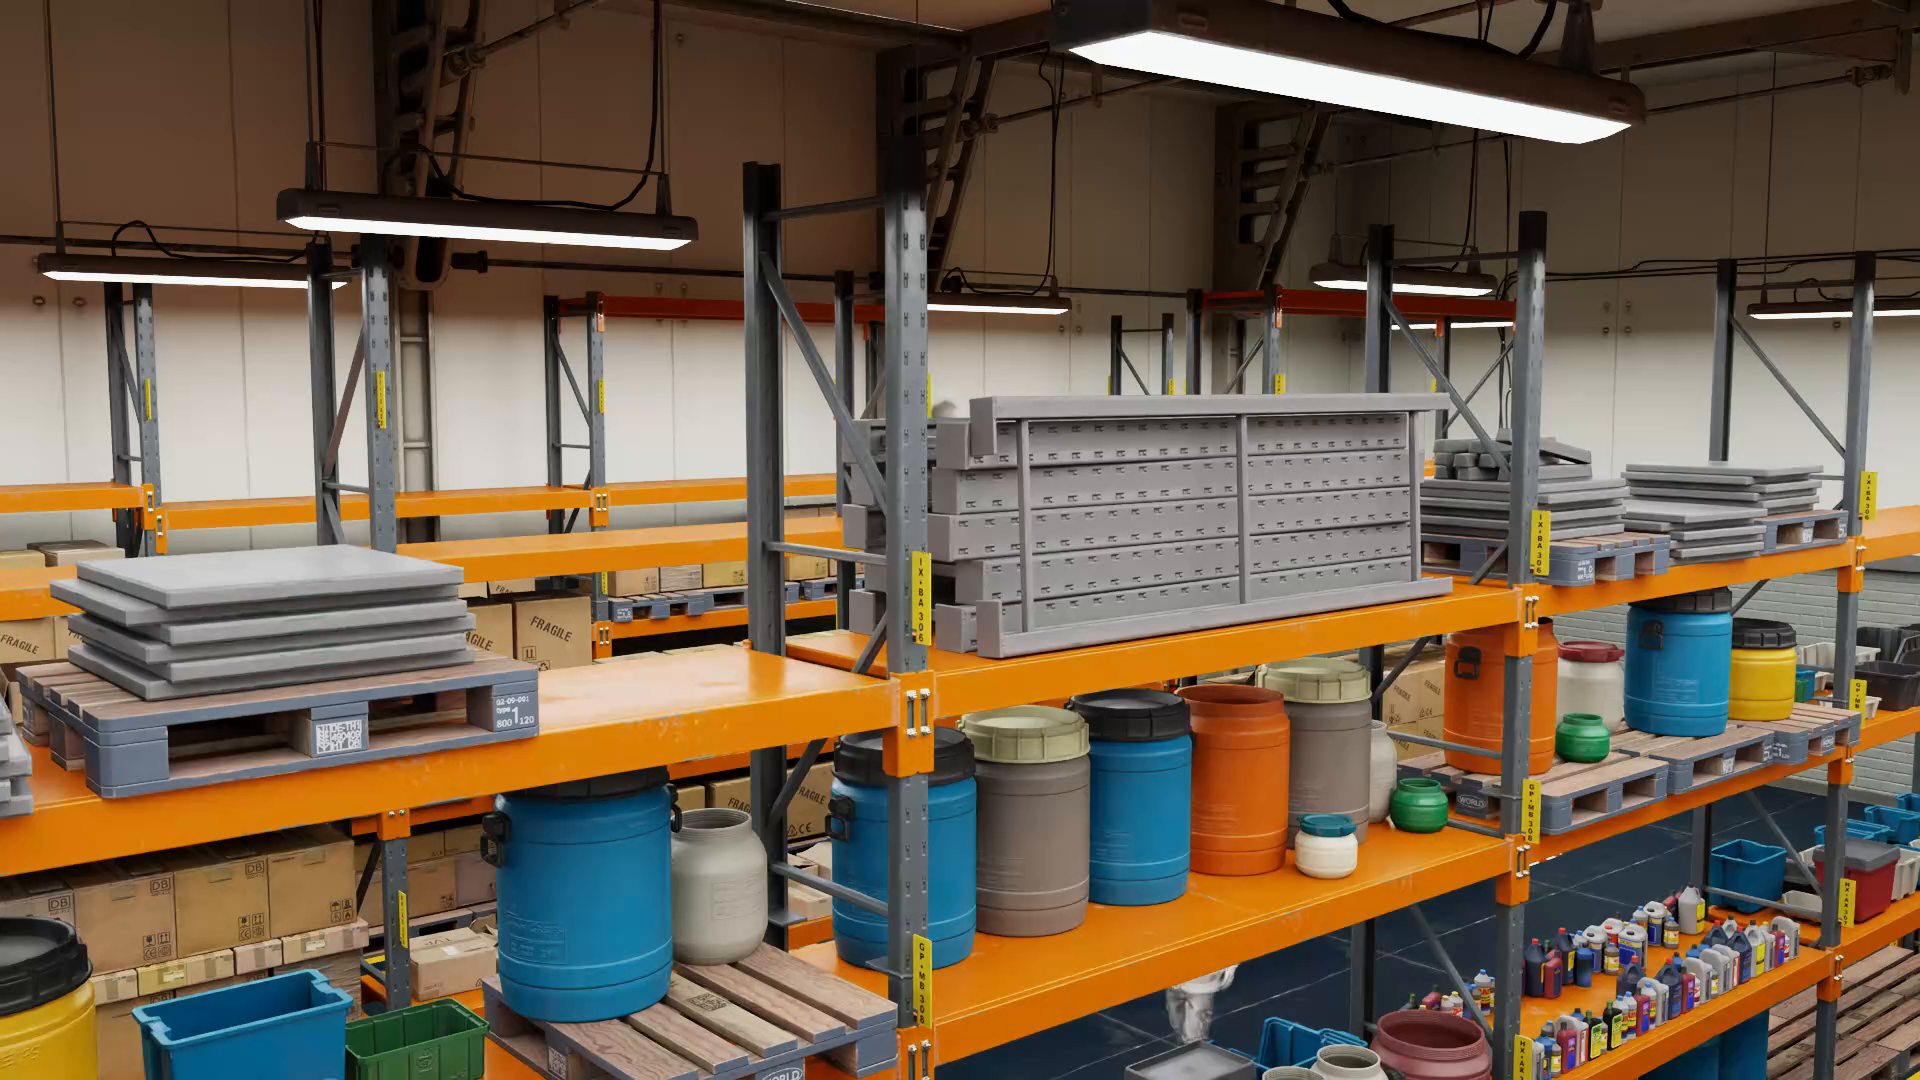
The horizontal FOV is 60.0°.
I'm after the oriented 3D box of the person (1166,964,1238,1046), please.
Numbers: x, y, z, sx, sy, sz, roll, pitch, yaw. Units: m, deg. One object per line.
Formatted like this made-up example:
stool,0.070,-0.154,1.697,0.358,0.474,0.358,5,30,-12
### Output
person,1.620,3.145,11.598,0.666,1.824,0.813,4,7,38
